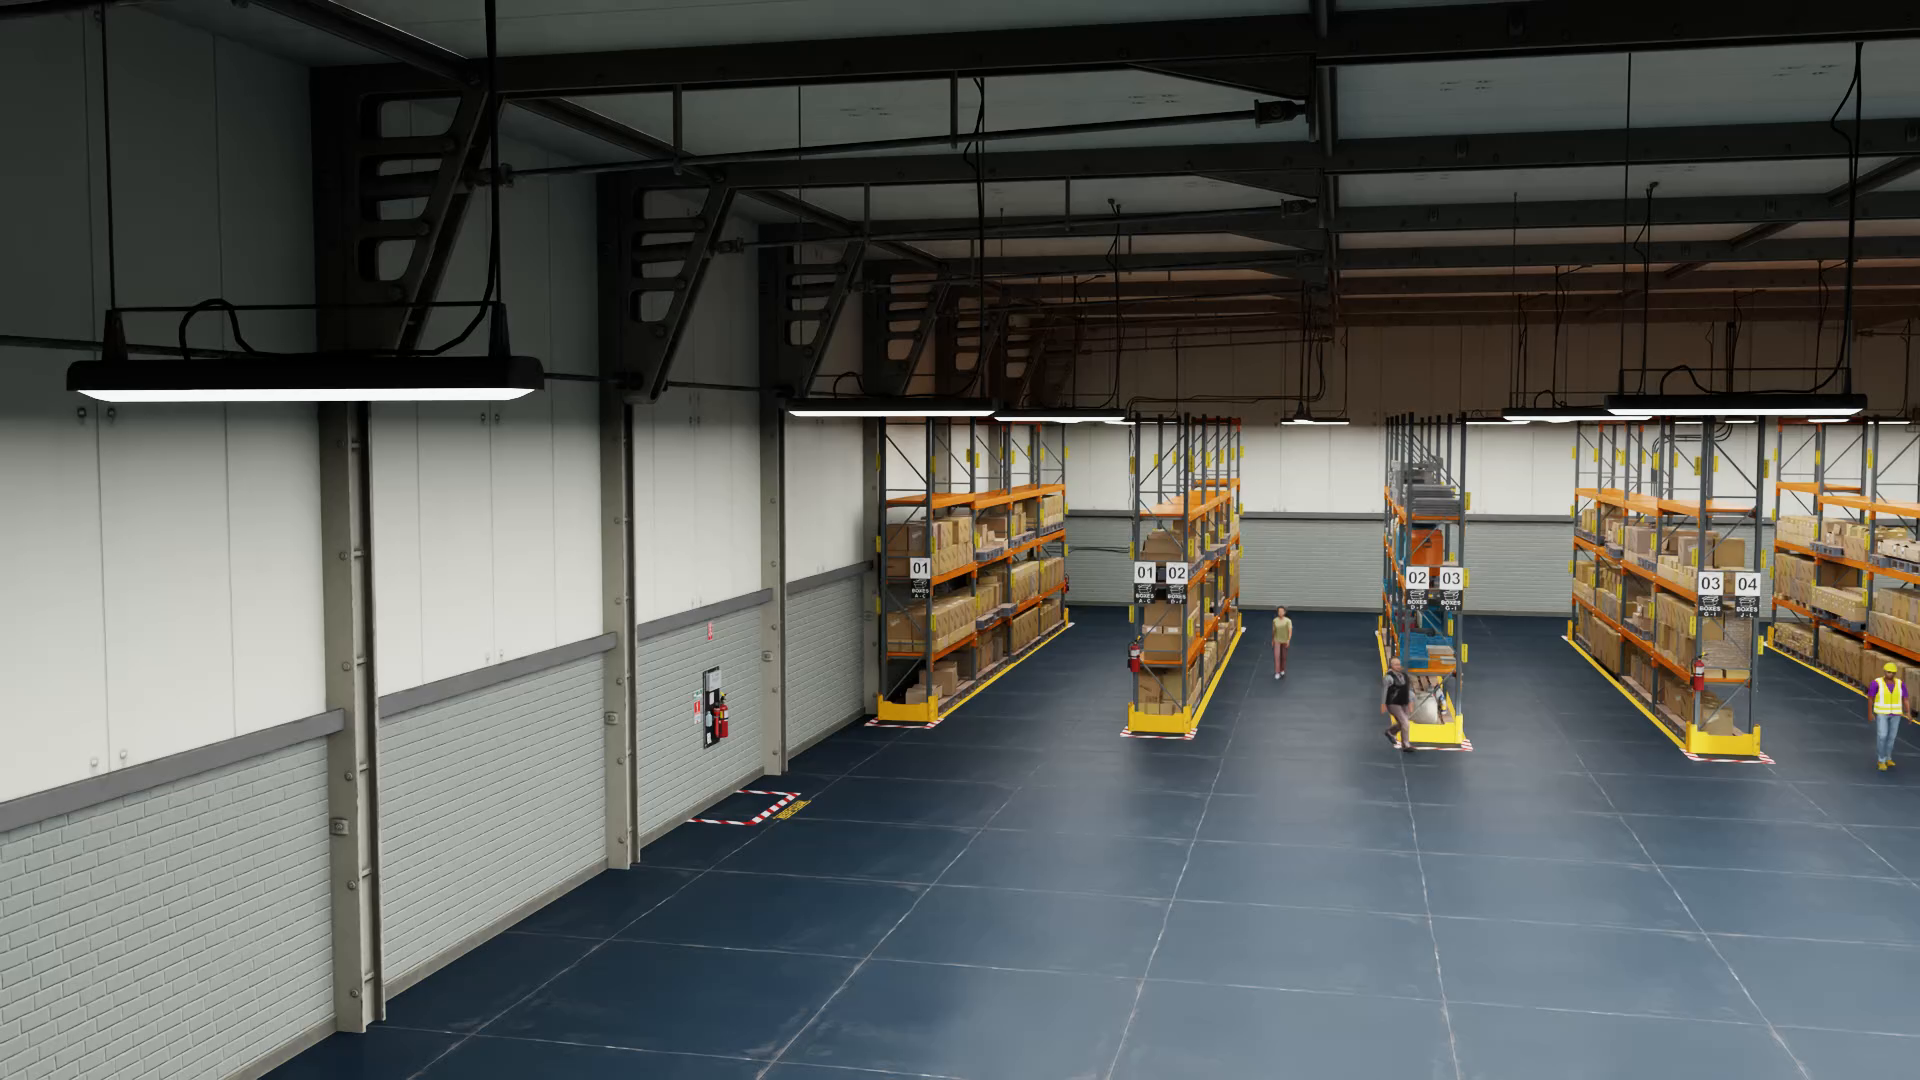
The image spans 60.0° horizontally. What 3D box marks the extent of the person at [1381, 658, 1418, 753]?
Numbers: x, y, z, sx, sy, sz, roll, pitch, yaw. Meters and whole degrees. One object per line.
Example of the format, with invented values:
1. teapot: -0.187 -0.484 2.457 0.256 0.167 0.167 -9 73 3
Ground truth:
1. person: 7.754 2.906 29.449 0.543 1.660 0.937 -2 5 -32

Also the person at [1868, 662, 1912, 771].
1. person: 15.630 2.962 27.958 0.612 1.815 0.572 1 4 11

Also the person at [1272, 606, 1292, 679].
1. person: 7.364 2.322 37.939 0.433 1.601 1.044 0 4 3
